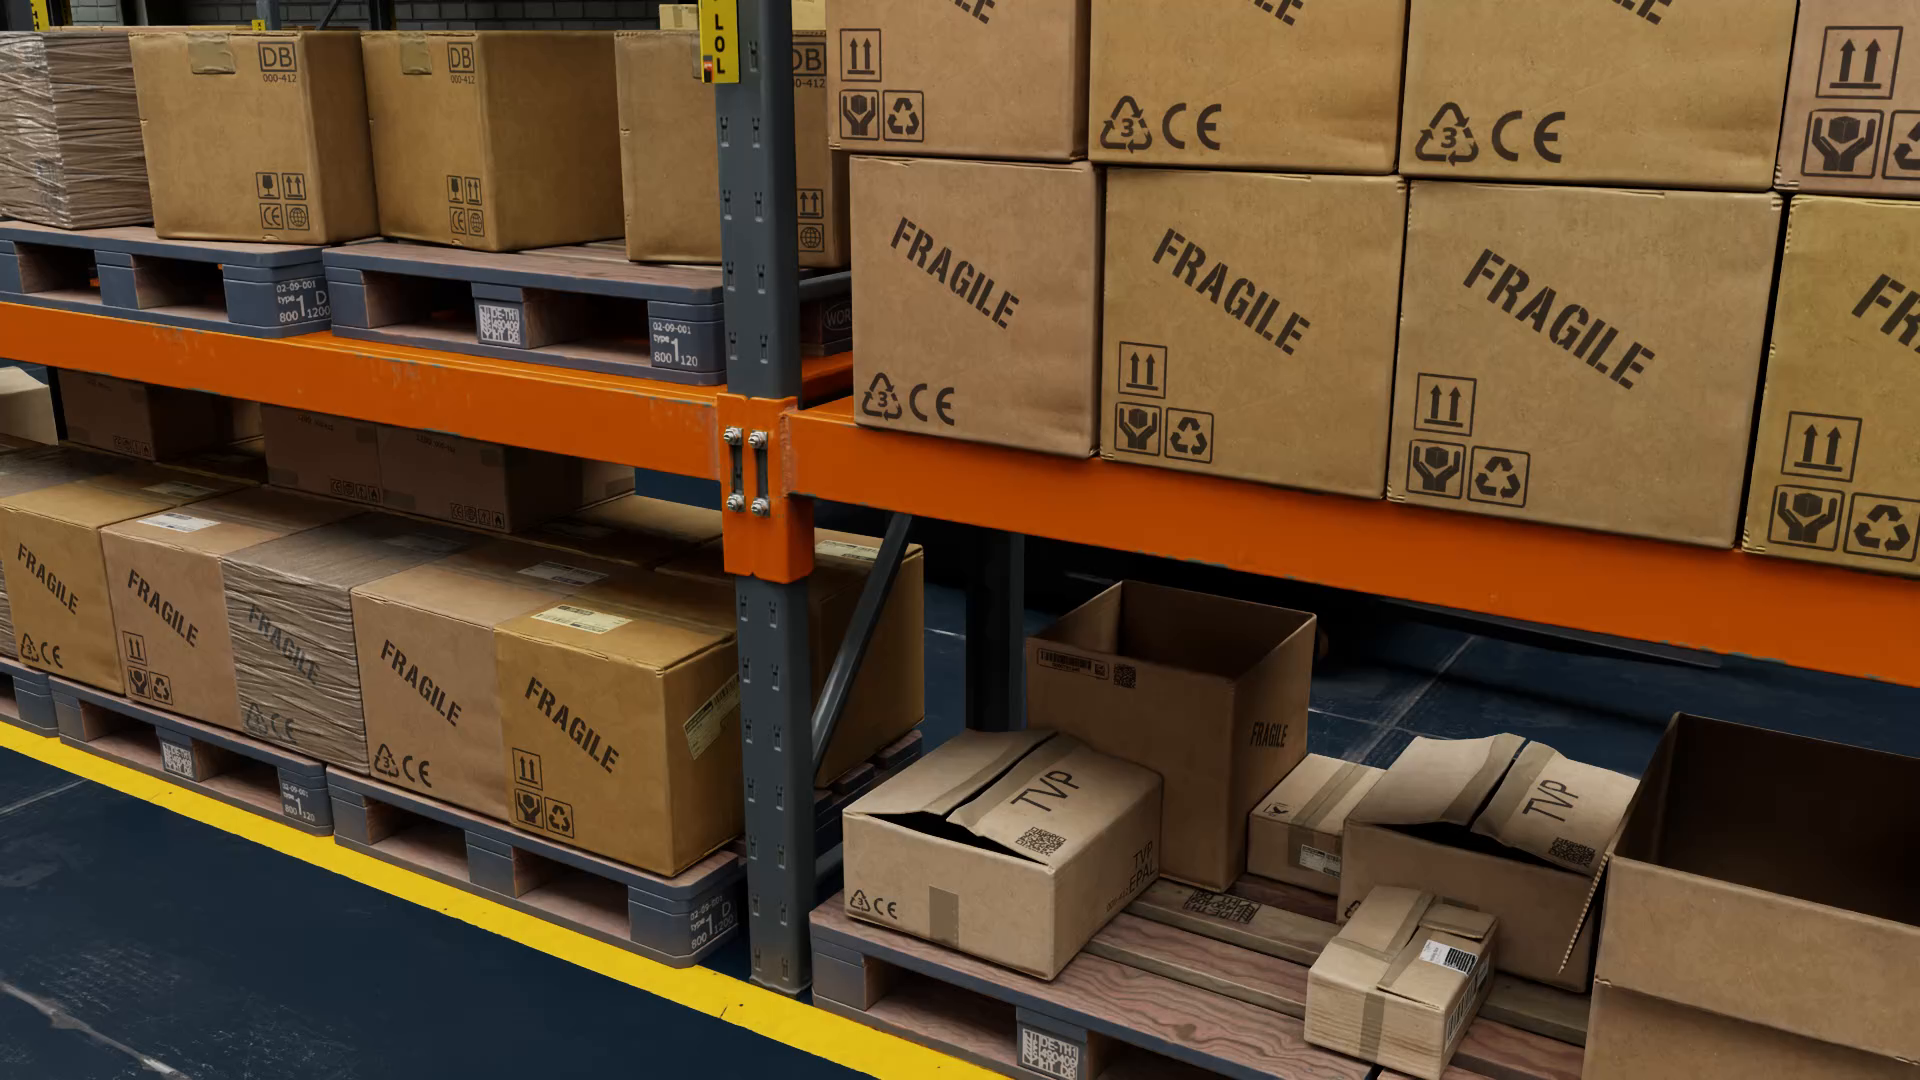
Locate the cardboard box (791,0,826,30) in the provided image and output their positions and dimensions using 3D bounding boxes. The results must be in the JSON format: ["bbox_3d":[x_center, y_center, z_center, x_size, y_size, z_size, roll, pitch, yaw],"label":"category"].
[{"bbox_3d":[-0.691,-2.829,9.025,0.500,0.250,0.500,11,20,31],"label":"cardboard box"}]

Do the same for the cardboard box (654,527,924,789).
[{"bbox_3d":[-0.433,0.280,4.344,0.500,0.500,0.500,9,19,28],"label":"cardboard box"}]

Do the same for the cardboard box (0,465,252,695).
[{"bbox_3d":[-2.444,0.101,4.932,0.500,0.500,0.500,10,19,29],"label":"cardboard box"}]

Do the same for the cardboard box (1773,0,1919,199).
[{"bbox_3d":[1.425,-0.722,2.204,0.500,0.500,0.500,11,20,32],"label":"cardboard box"}]

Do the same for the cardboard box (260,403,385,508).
[{"bbox_3d":[-1.712,-0.307,4.986,0.500,0.250,0.500,10,19,29],"label":"cardboard box"}]

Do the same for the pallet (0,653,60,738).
[{"bbox_3d":[-2.940,0.277,5.607,1.213,0.211,1.003,10,20,30],"label":"pallet"}]

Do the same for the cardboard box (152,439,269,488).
[{"bbox_3d":[-2.196,-0.032,5.369,0.500,0.500,0.500,9,19,28],"label":"cardboard box"}]

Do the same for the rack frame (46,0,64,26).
[{"bbox_3d":[-7.784,-3.625,13.653,0.127,3.000,1.000,10,20,30],"label":"rack frame"}]

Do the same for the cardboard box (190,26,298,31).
[{"bbox_3d":[-4.940,-3.308,11.545,0.500,0.500,0.500,10,20,30],"label":"cardboard box"}]

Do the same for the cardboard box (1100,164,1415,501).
[{"bbox_3d":[0.582,-0.398,2.858,0.500,0.500,0.500,11,20,31],"label":"cardboard box"}]

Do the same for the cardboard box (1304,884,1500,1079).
[{"bbox_3d":[0.839,0.820,3.140,0.250,0.166,0.380,10,20,30],"label":"cardboard box"}]

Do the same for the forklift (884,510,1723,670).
[{"bbox_3d":[1.196,-1.150,5.623,3.031,2.935,1.130,12,21,34],"label":"forklift"}]

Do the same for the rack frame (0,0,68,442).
[{"bbox_3d":[-3.556,-1.180,5.606,0.127,3.000,1.000,10,20,30],"label":"rack frame"}]

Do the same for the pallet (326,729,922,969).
[{"bbox_3d":[-0.861,0.648,4.385,1.213,0.211,1.003,10,20,30],"label":"pallet"}]

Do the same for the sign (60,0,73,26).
[{"bbox_3d":[-7.477,-4.464,13.881,0.005,0.325,0.100,10,20,30],"label":"sign"}]

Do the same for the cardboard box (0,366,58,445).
[{"bbox_3d":[-3.849,-0.486,6.365,0.500,0.311,0.500,11,20,32],"label":"cardboard box"}]

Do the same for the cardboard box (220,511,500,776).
[{"bbox_3d":[-1.562,0.256,4.422,0.500,0.500,0.500,10,20,31],"label":"cardboard box"}]

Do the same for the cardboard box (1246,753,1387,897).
[{"bbox_3d":[0.837,0.640,3.761,0.250,0.149,0.380,10,20,30],"label":"cardboard box"}]

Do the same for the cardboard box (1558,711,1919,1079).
[{"bbox_3d":[1.456,0.696,2.966,0.637,0.503,0.797,10,20,30],"label":"cardboard box"}]

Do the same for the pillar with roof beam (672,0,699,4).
[{"bbox_3d":[-3.875,-4.624,6.621,0.400,9.000,9.100,10,20,30],"label":"pillar with roof beam"}]

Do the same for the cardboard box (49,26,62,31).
[{"bbox_3d":[-6.682,-3.616,12.559,0.500,0.500,0.500,9,19,28],"label":"cardboard box"}]

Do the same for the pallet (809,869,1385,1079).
[{"bbox_3d":[0.437,0.867,3.664,1.213,0.211,1.003,10,20,30],"label":"pallet"}]

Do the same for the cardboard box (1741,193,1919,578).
[{"bbox_3d":[1.441,-0.244,2.352,0.500,0.500,0.500,10,19,29],"label":"cardboard box"}]

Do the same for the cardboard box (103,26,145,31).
[{"bbox_3d":[-5.792,-3.462,12.051,0.500,0.500,0.500,9,19,28],"label":"cardboard box"}]

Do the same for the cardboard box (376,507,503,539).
[{"bbox_3d":[-1.315,0.123,4.858,0.500,0.500,0.500,10,20,31],"label":"cardboard box"}]

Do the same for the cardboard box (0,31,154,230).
[{"bbox_3d":[-2.281,-1.175,4.694,0.500,0.500,0.700,15,22,40],"label":"cardboard box"}]

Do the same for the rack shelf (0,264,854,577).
[{"bbox_3d":[-1.852,-0.532,4.709,4.000,0.370,1.077,10,20,30],"label":"rack shelf"}]

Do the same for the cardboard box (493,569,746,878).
[{"bbox_3d":[-0.718,0.409,3.916,0.500,0.500,0.500,10,20,30],"label":"cardboard box"}]

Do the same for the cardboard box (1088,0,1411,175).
[{"bbox_3d":[0.546,-0.879,2.720,0.500,0.500,0.500,9,19,28],"label":"cardboard box"}]

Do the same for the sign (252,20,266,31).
[{"bbox_3d":[-4.653,-3.295,11.078,0.005,0.325,0.100,10,20,30],"label":"sign"}]

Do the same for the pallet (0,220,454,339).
[{"bbox_3d":[-1.897,-0.794,4.664,1.213,0.211,1.003,10,20,30],"label":"pallet"}]

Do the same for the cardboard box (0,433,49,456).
[{"bbox_3d":[-3.318,-0.055,5.445,0.500,0.500,0.500,11,20,32],"label":"cardboard box"}]

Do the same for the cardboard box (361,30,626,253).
[{"bbox_3d":[-1.054,-1.037,4.240,0.500,0.500,0.700,14,22,39],"label":"cardboard box"}]
